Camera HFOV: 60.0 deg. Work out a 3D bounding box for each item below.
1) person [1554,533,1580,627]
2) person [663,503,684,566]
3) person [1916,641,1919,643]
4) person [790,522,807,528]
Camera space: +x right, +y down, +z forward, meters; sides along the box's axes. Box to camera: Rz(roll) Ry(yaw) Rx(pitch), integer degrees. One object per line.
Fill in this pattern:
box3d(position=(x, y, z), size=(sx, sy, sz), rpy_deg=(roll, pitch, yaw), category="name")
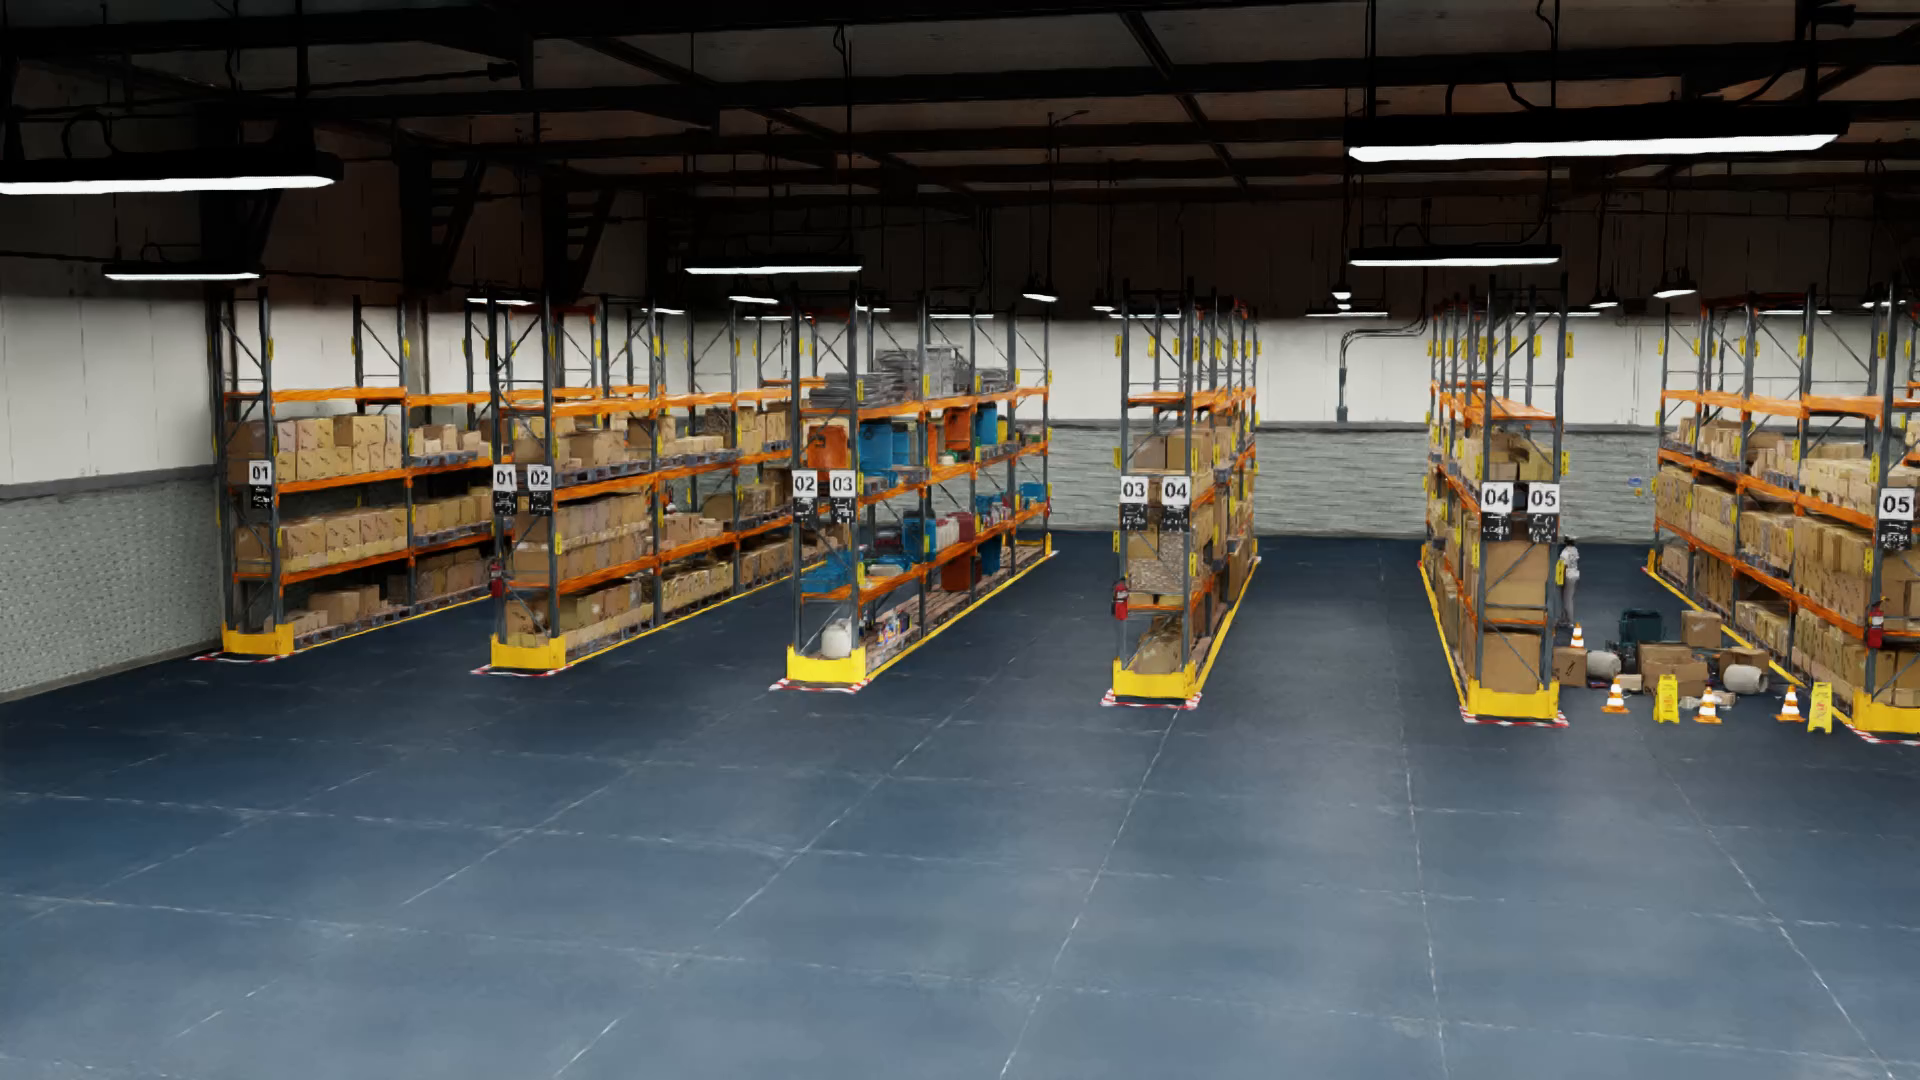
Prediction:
box3d(position=(10.940, 0.718, 30.031), size=(0.462, 1.676, 0.498), rpy_deg=(6, 9, 44), category="person")
box3d(position=(-6.148, 0.051, 35.701), size=(0.702, 1.735, 0.549), rpy_deg=(1, 7, 12), category="person")
box3d(position=(15.110, 1.090, 26.238), size=(0.488, 1.787, 0.604), rpy_deg=(6, 9, 44), category="person")
box3d(position=(-4.403, -1.154, 46.203), size=(0.607, 1.720, 0.546), rpy_deg=(-3, 7, -23), category="person")
